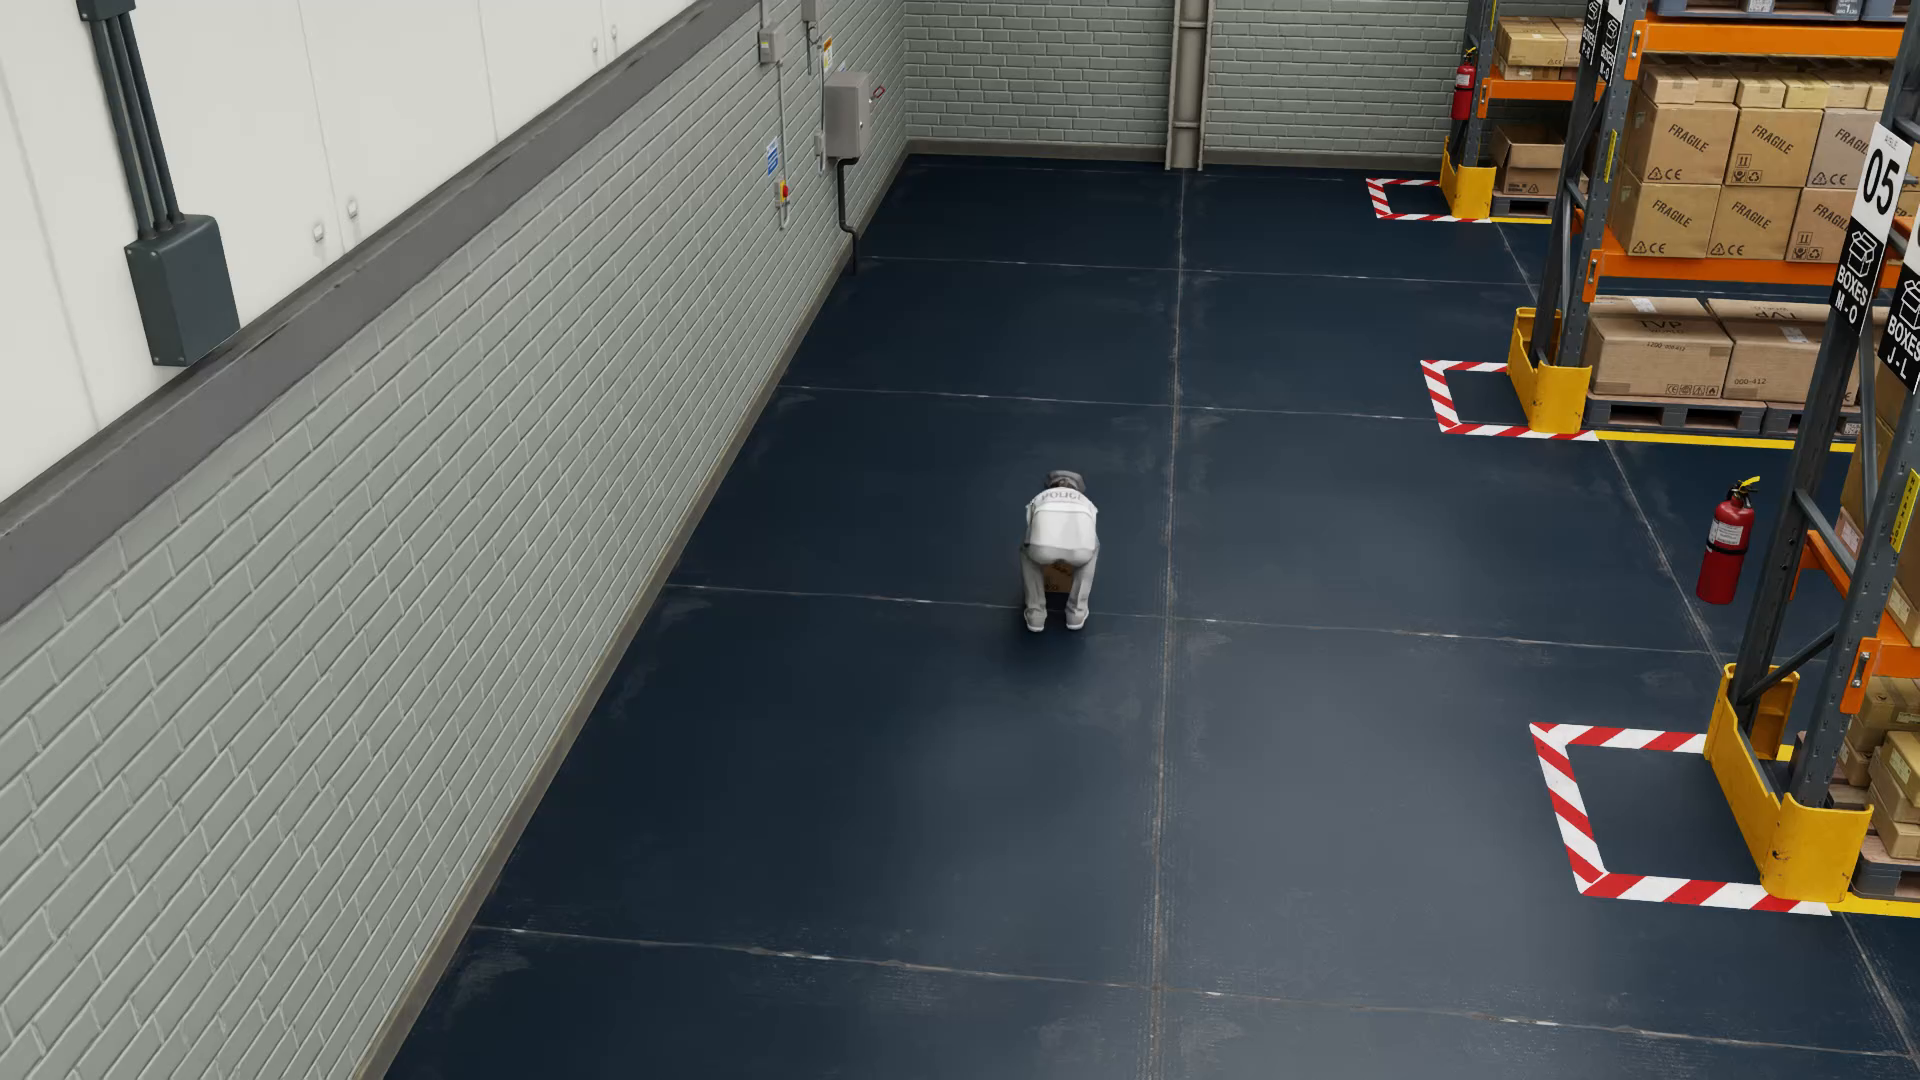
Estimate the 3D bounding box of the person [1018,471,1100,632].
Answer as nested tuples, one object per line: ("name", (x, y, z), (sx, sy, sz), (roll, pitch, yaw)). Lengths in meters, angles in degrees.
("person", (0.561, 0.041, 9.427), (0.461, 0.842, 0.889), (2, 29, 4))
